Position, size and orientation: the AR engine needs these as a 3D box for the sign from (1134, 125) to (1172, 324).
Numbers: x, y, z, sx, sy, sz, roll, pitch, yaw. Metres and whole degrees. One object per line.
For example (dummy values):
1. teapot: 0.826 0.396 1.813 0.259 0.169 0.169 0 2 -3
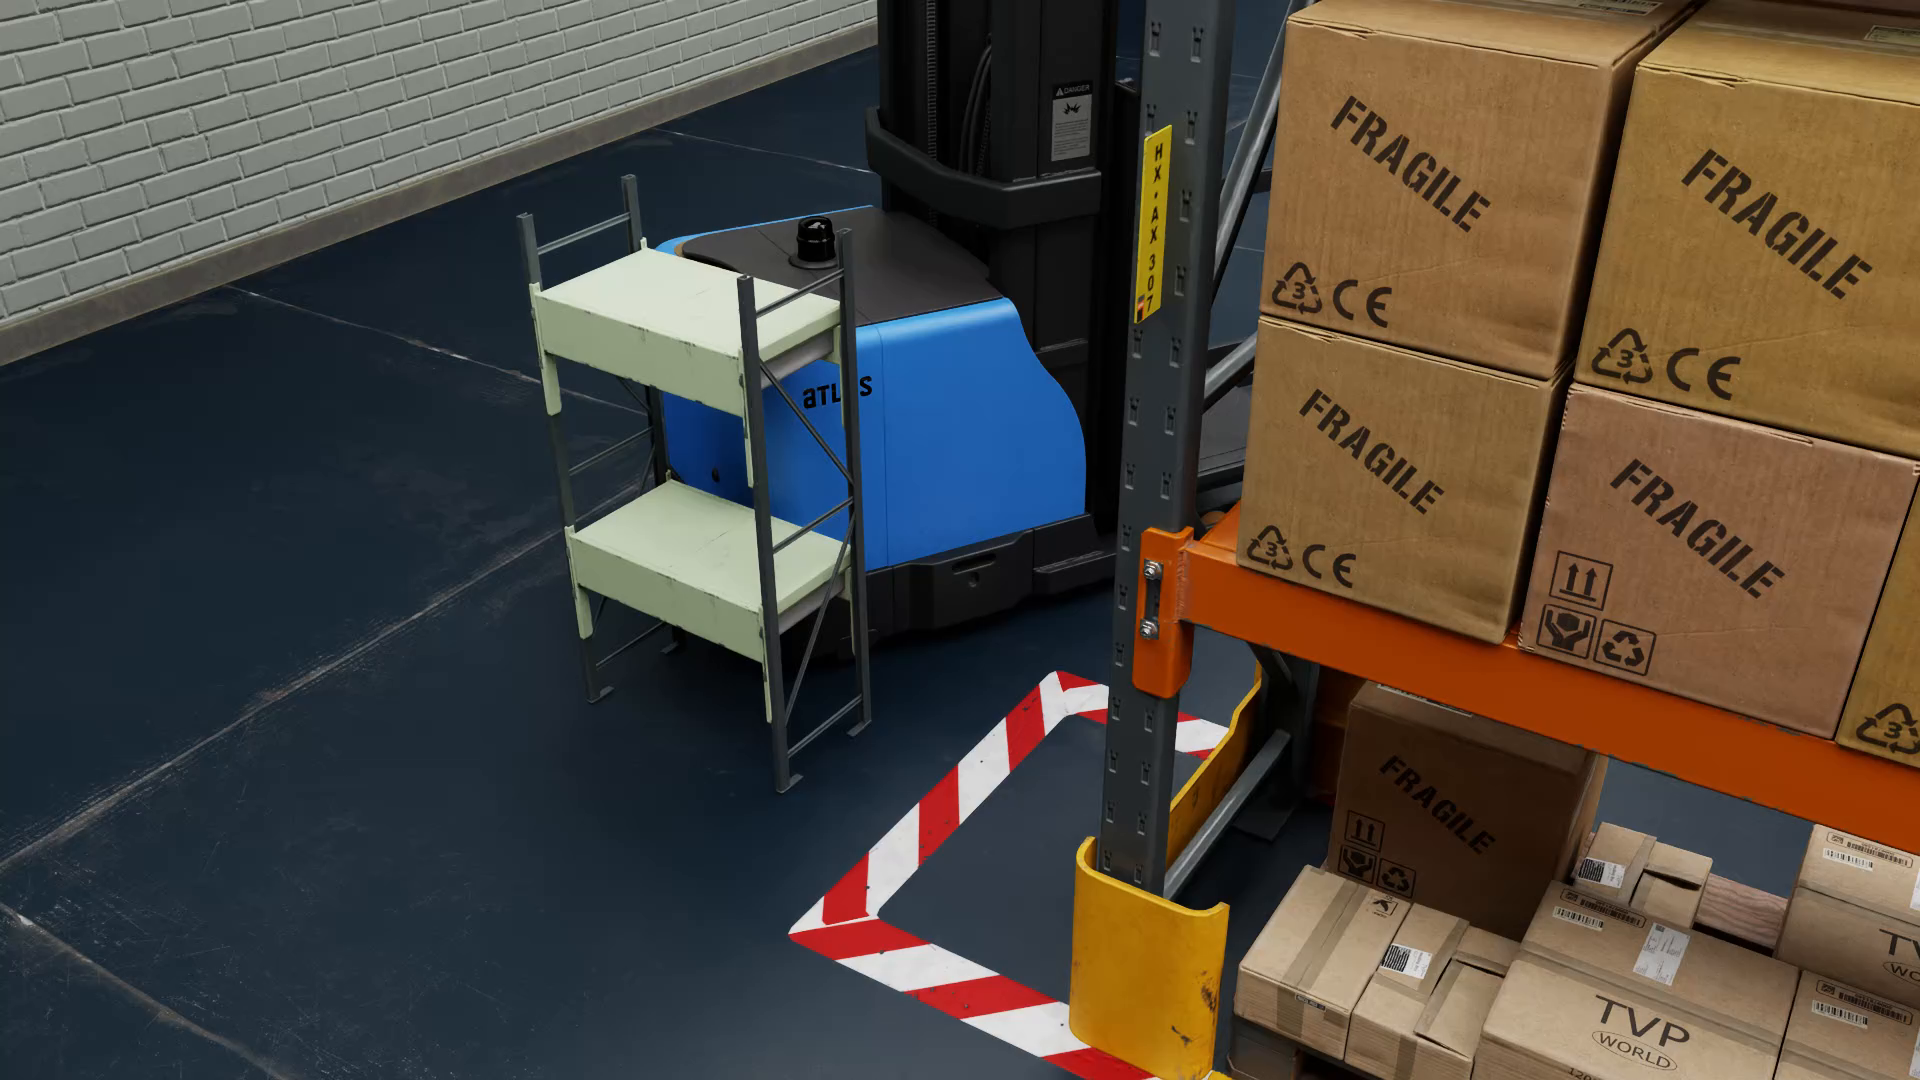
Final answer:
1. sign: 0.330 -0.535 2.831 0.005 0.325 0.100 18 35 27

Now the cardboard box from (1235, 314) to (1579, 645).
1. cardboard box: 0.854 -0.204 3.024 0.500 0.500 0.500 18 35 28

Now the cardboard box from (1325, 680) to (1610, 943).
1. cardboard box: 1.209 0.538 3.895 0.500 0.500 0.500 18 35 27

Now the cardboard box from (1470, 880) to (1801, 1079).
1. cardboard box: 1.351 1.006 3.341 0.500 0.250 0.500 18 35 27

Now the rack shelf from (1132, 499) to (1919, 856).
1. rack shelf: 2.312 0.454 2.709 4.000 0.370 1.077 18 35 27

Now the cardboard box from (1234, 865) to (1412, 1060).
1. cardboard box: 0.790 0.908 3.610 0.250 0.149 0.380 18 35 27

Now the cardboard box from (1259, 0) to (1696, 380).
1. cardboard box: 0.854 -0.636 2.772 0.500 0.500 0.500 19 35 29

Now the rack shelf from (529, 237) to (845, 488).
1. rack shelf: -0.686 -0.475 4.298 0.720 0.370 0.431 19 36 30

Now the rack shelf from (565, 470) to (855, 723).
1. rack shelf: -0.683 0.141 4.663 0.720 0.370 0.431 19 36 30

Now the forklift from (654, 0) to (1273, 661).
1. forklift: 0.556 -1.414 5.266 3.031 2.935 1.130 -15 33 -24

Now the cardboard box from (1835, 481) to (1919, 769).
1. cardboard box: 1.717 0.068 2.558 0.500 0.500 0.500 17 35 27

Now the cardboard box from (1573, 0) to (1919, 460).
1. cardboard box: 1.300 -0.499 2.537 0.500 0.500 0.500 18 35 28

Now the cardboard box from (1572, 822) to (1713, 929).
1. cardboard box: 1.505 0.829 3.727 0.250 0.166 0.380 18 35 27

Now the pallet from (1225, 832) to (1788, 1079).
1. pallet: 1.358 1.046 3.748 1.213 0.211 1.003 18 35 27

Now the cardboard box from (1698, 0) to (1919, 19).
1. cardboard box: 1.569 -0.730 2.934 0.500 0.500 0.500 19 35 29

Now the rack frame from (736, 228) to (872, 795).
1. rack frame: -0.384 -0.034 4.316 0.023 1.500 0.400 19 36 30

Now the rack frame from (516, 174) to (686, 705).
1. rack frame: -0.984 -0.245 4.678 0.023 1.500 0.400 19 36 30

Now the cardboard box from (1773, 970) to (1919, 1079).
1. cardboard box: 1.775 1.140 3.111 0.500 0.250 0.500 18 35 27

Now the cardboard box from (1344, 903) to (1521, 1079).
1. cardboard box: 1.002 0.967 3.490 0.250 0.166 0.380 18 35 27

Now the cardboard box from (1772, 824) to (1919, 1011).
1. cardboard box: 1.998 0.913 3.500 0.500 0.250 0.500 18 35 27

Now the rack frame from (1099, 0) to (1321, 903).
1. rack frame: 0.618 -0.392 3.446 0.127 3.000 1.000 18 35 27

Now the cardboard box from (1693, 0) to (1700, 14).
1. cardboard box: 1.141 -0.865 3.165 0.500 0.500 0.500 17 34 27

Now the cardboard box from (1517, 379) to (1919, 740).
1. cardboard box: 1.293 -0.068 2.791 0.500 0.500 0.500 17 34 27

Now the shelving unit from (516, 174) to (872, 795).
1. shelving unit: -0.684 -0.140 4.497 0.755 1.500 0.431 19 36 30

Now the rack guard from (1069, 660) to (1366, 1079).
1. rack guard: 0.682 0.708 4.041 0.348 0.500 1.175 18 35 27
